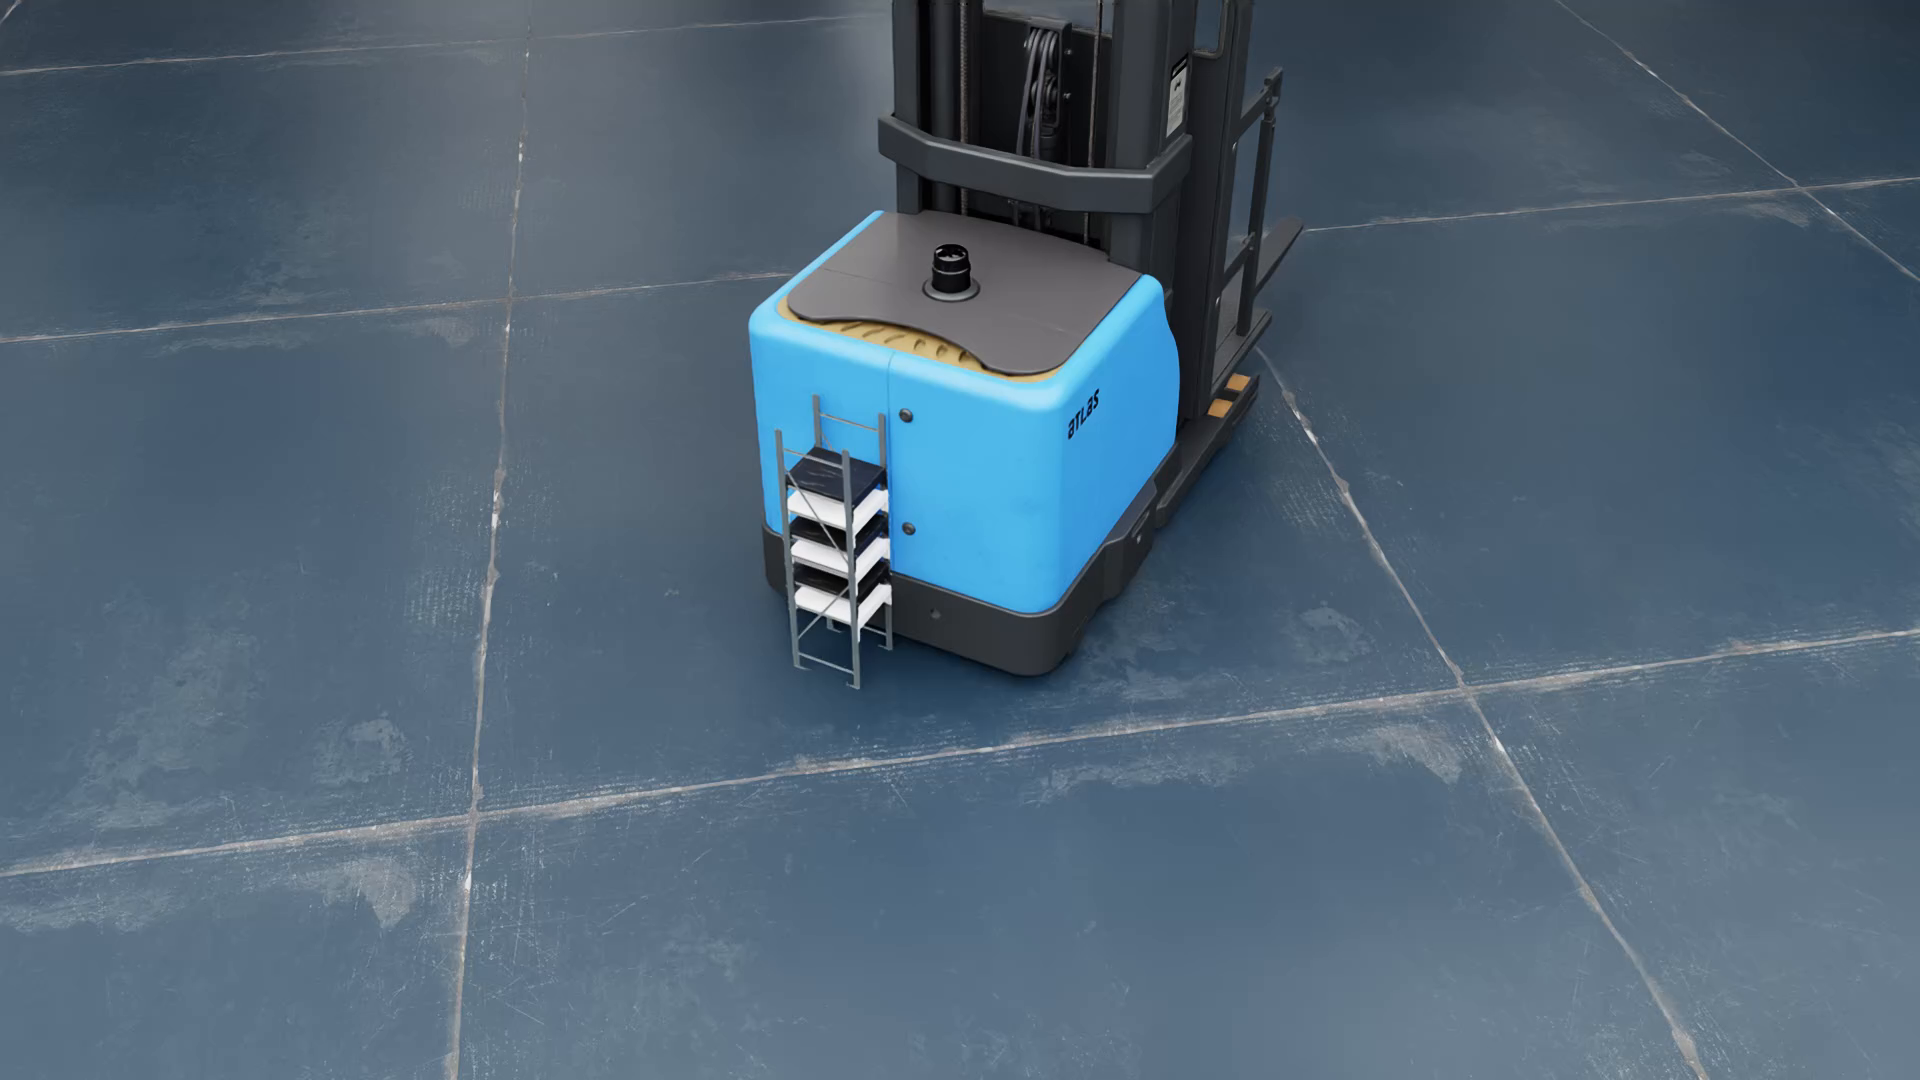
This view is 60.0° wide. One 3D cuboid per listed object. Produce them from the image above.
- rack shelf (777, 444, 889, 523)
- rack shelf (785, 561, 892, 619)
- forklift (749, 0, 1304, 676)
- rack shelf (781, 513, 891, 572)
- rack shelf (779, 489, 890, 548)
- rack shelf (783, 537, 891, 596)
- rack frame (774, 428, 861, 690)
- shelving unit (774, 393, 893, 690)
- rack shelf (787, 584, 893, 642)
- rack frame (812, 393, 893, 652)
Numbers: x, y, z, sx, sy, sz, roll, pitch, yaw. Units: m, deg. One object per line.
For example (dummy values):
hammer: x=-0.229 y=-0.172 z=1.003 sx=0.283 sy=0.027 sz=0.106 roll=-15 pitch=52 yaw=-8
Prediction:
rack shelf: x=-0.368 y=-0.167 z=4.845 sx=0.258 sy=0.077 sz=0.200 roll=18 pitch=41 yaw=21
rack shelf: x=-0.368 y=0.118 z=5.066 sx=0.258 sy=0.077 sz=0.200 roll=18 pitch=41 yaw=21
forklift: x=0.487 y=-1.634 z=5.464 sx=1.130 sy=2.935 sz=3.031 roll=18 pitch=41 yaw=21
rack shelf: x=-0.368 y=-0.025 z=4.956 sx=0.258 sy=0.077 sz=0.200 roll=18 pitch=41 yaw=21
rack shelf: x=-0.368 y=-0.096 z=4.901 sx=0.258 sy=0.077 sz=0.200 roll=18 pitch=41 yaw=21
rack shelf: x=-0.368 y=0.046 z=5.011 sx=0.258 sy=0.077 sz=0.200 roll=18 pitch=41 yaw=21
rack frame: x=-0.415 y=0.076 z=4.919 sx=0.240 sy=0.900 sz=0.006 roll=18 pitch=41 yaw=21
shelving unit: x=-0.368 y=0.020 z=4.991 sx=0.258 sy=0.900 sz=0.210 roll=18 pitch=41 yaw=21
rack shelf: x=-0.368 y=0.189 z=5.121 sx=0.258 sy=0.077 sz=0.200 roll=18 pitch=41 yaw=21
rack frame: x=-0.322 y=-0.035 z=5.062 sx=0.240 sy=0.900 sz=0.006 roll=18 pitch=41 yaw=21
